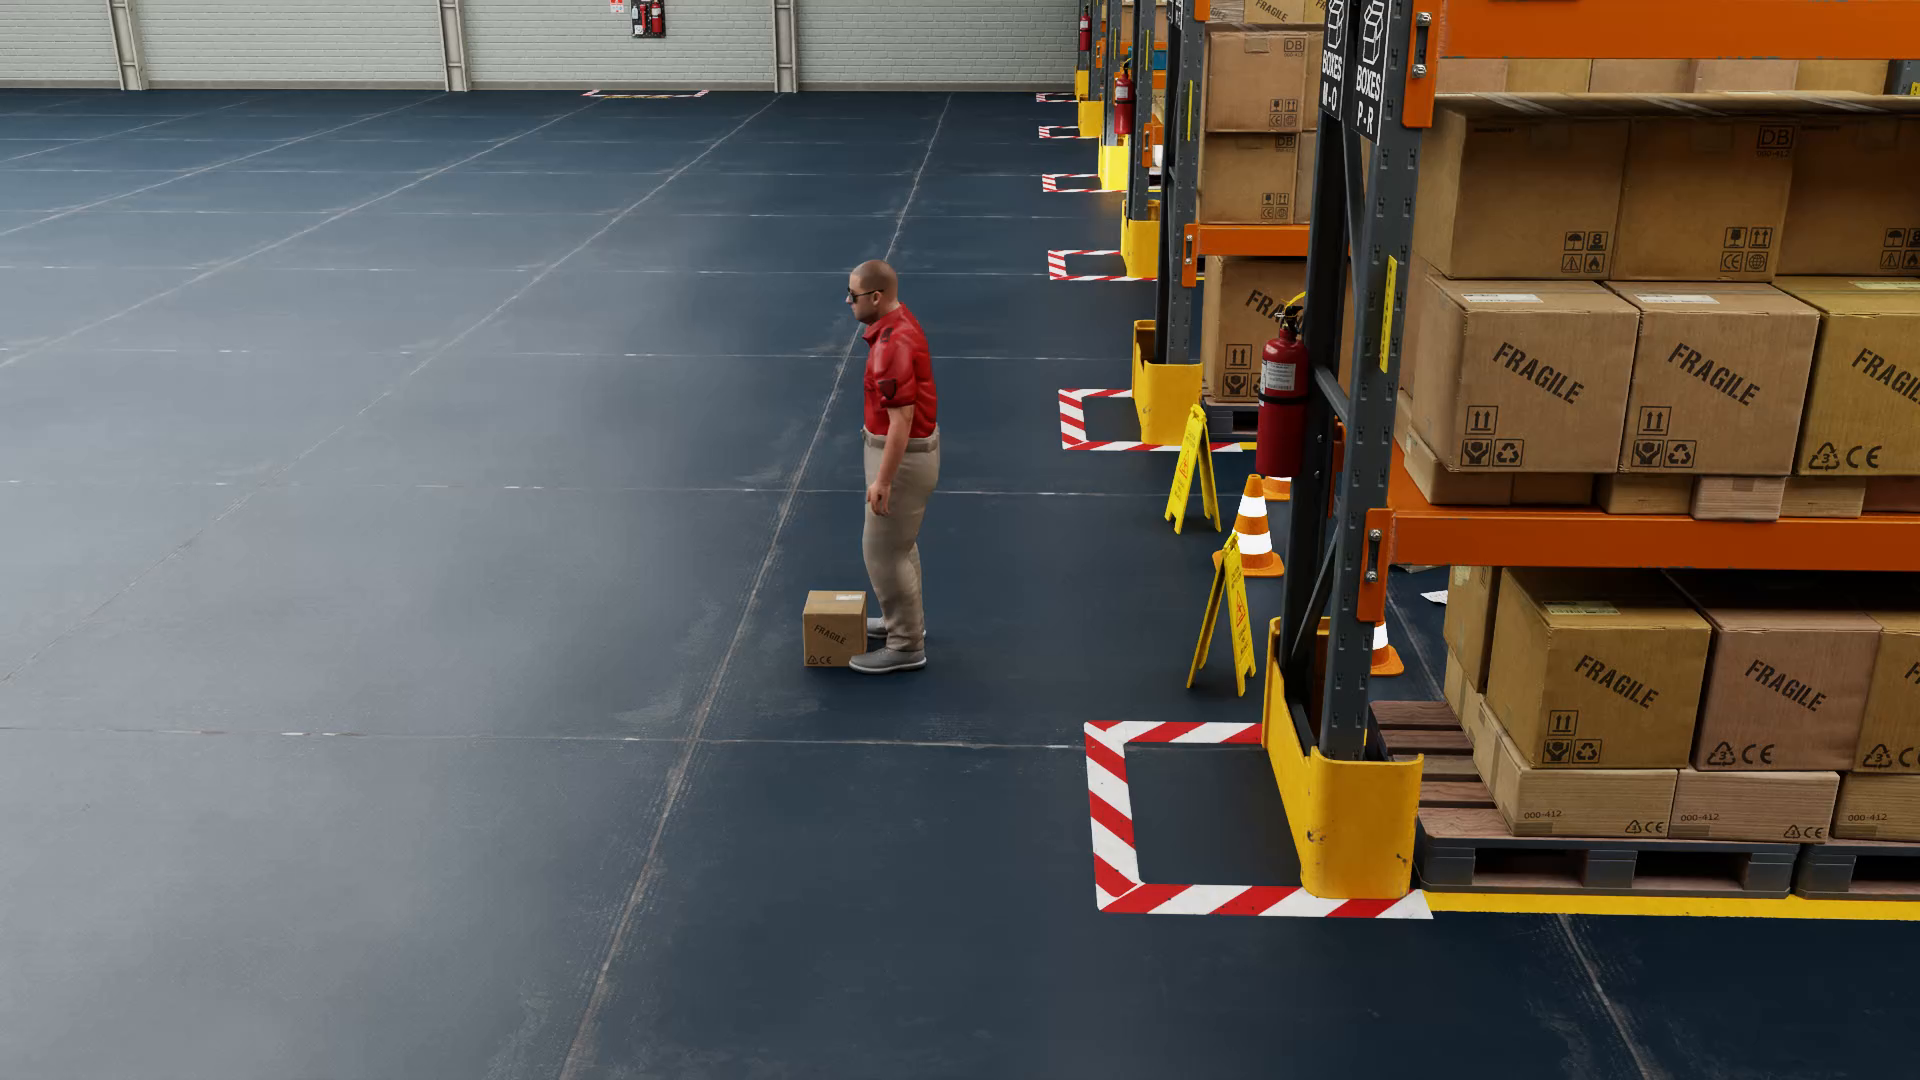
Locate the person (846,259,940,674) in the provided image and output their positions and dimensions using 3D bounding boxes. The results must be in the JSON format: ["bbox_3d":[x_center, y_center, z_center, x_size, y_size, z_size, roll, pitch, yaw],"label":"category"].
[{"bbox_3d":[-0.283,-0.311,6.925,0.396,1.726,0.586,1,21,2],"label":"person"}]
